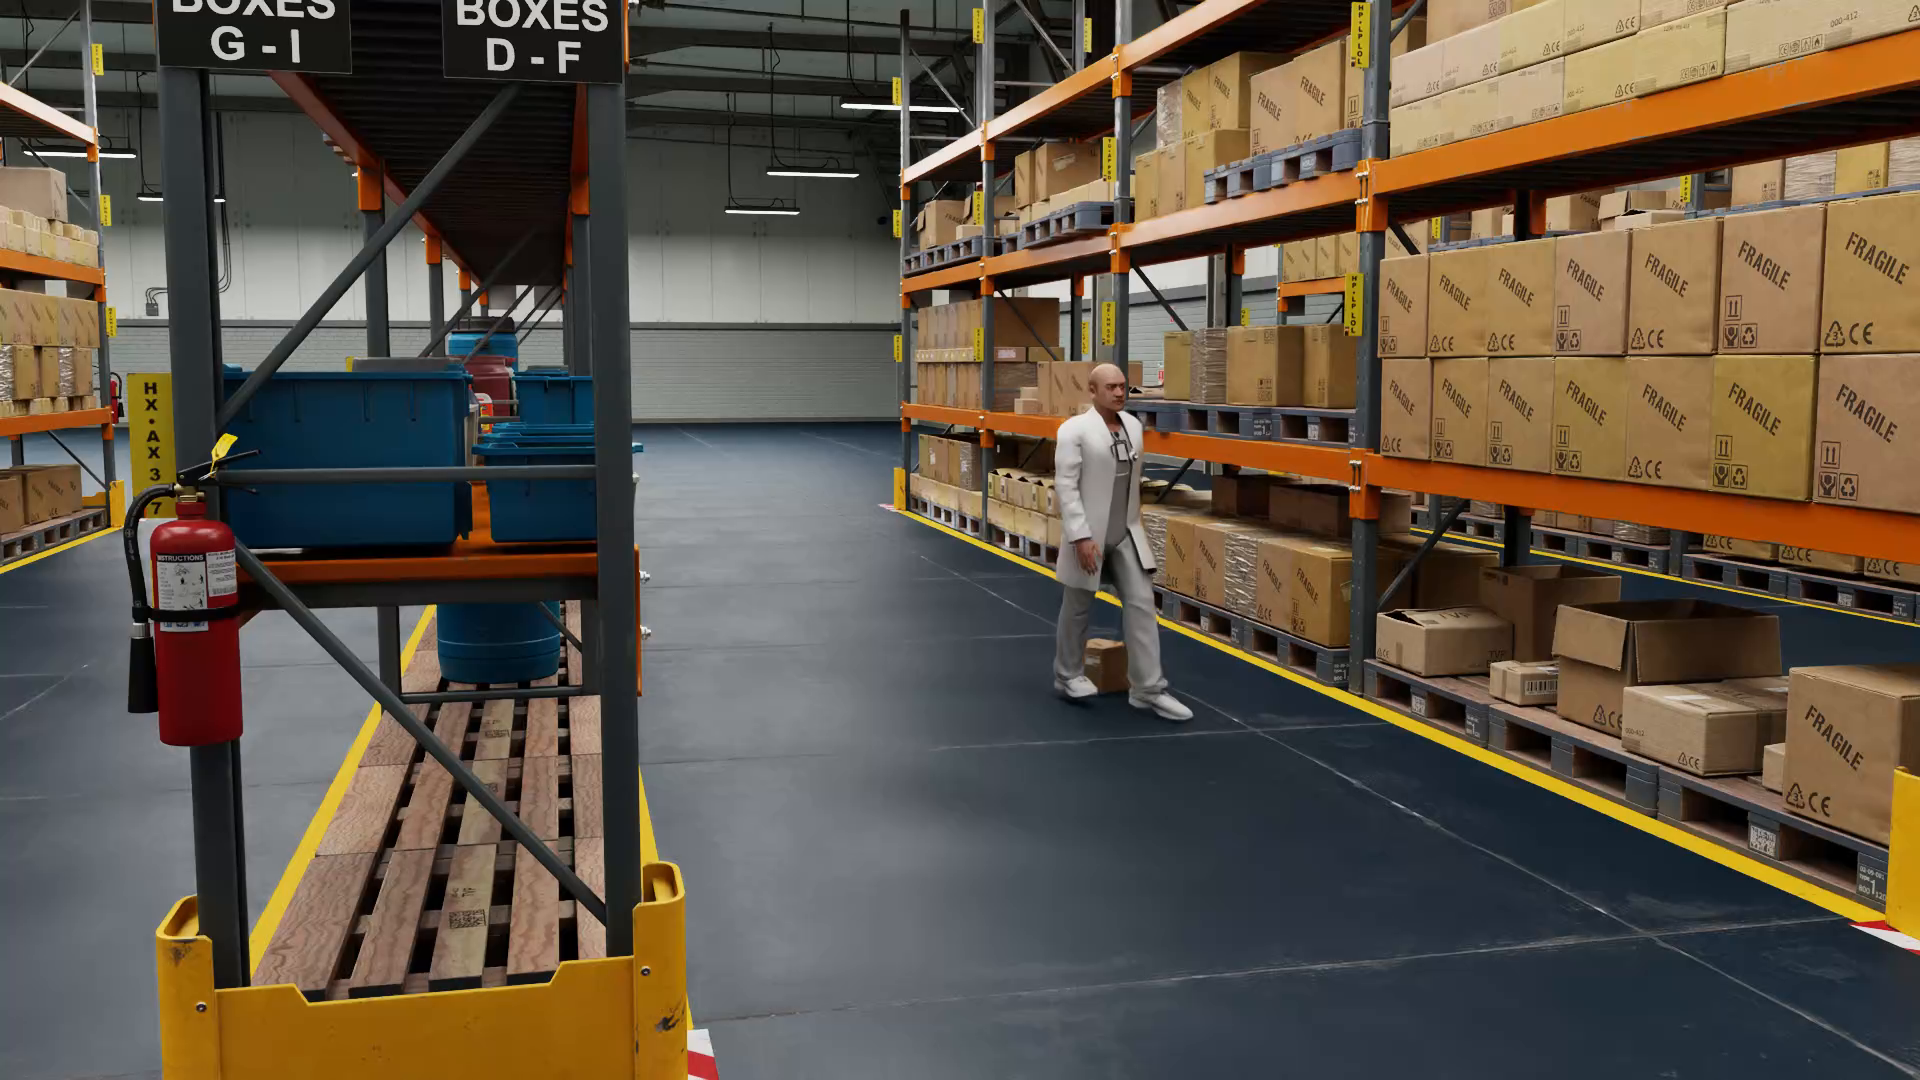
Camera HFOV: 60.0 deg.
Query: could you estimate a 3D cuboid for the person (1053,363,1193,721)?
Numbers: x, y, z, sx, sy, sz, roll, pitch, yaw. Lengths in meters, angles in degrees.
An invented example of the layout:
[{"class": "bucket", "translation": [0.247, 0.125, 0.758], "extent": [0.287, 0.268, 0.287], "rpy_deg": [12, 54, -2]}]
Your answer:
[{"class": "person", "translation": [0.738, -0.011, 8.437], "extent": [0.590, 1.760, 0.915], "rpy_deg": [-3, 7, -26]}]
